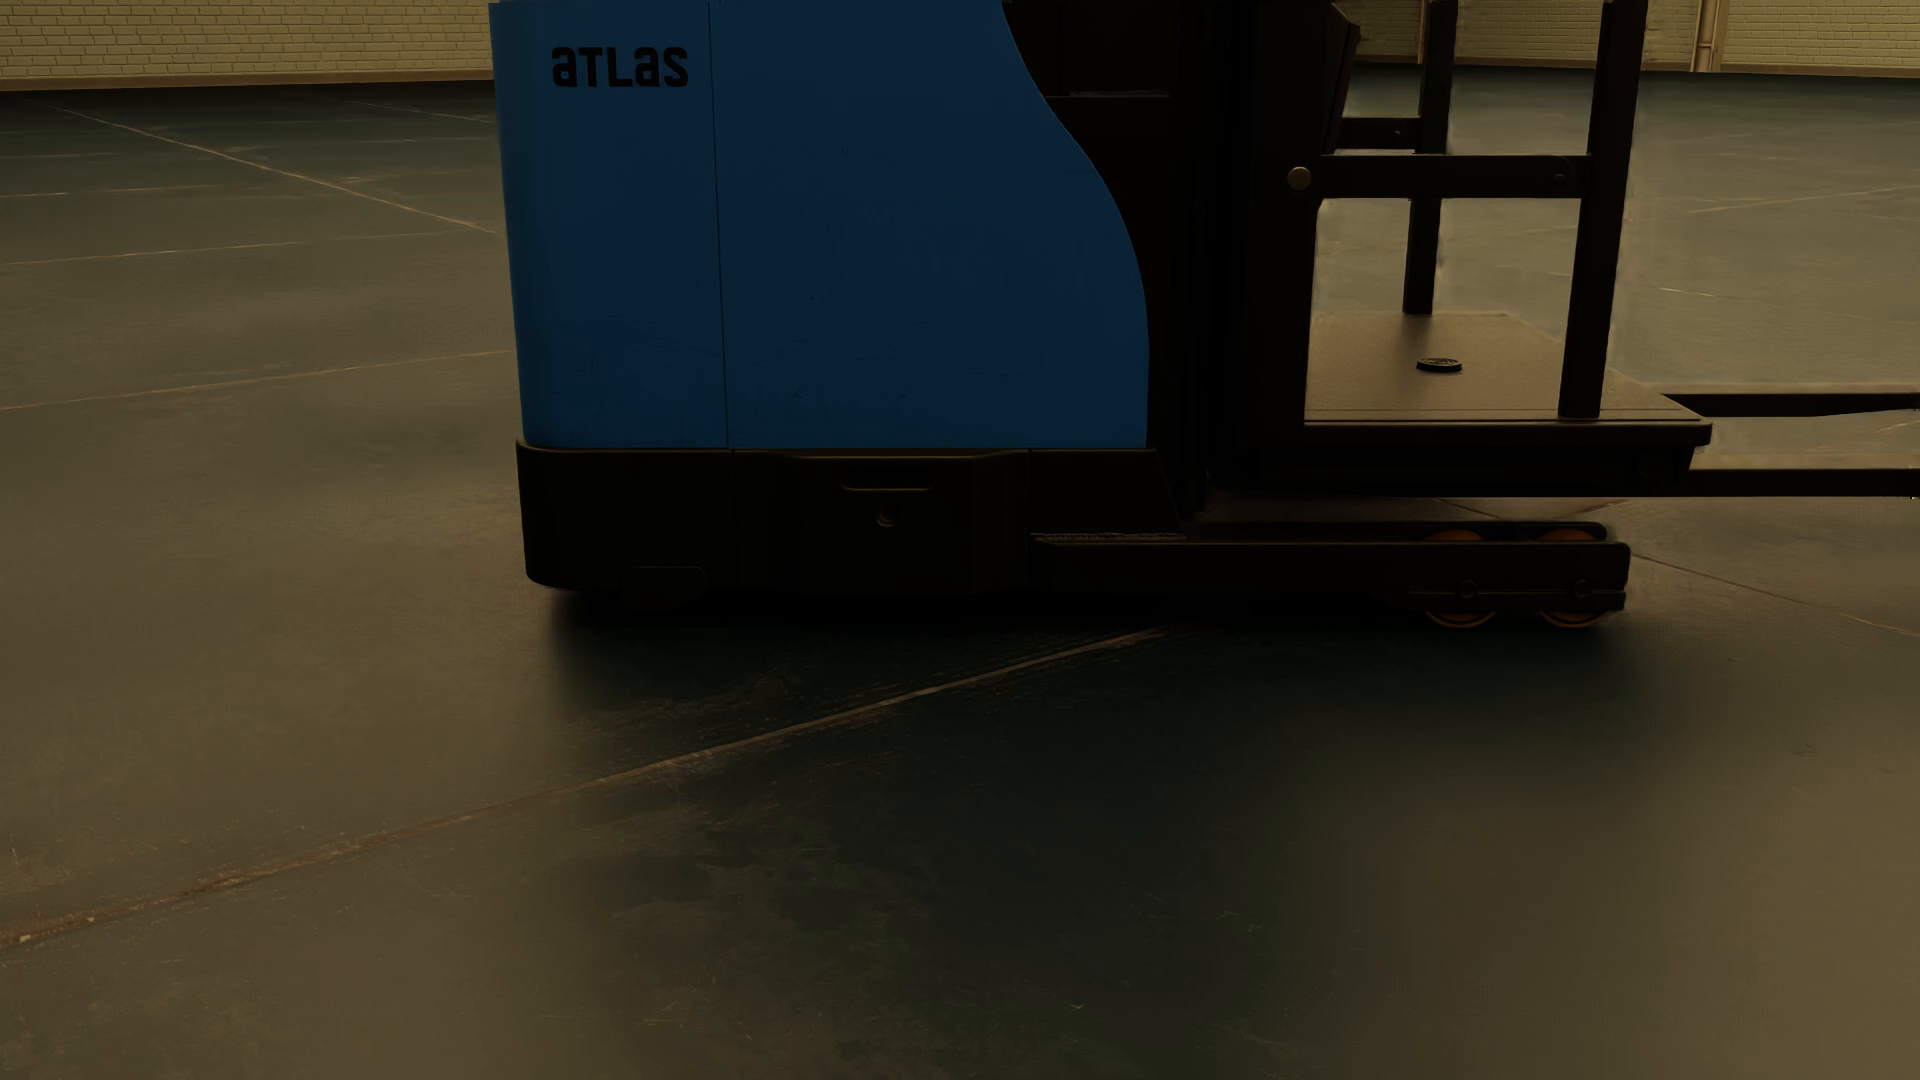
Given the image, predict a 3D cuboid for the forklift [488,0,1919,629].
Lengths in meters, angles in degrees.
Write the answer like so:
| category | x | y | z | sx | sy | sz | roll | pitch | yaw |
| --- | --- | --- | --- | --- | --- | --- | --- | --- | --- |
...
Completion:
| category | x | y | z | sx | sy | sz | roll | pitch | yaw |
| --- | --- | --- | --- | --- | --- | --- | --- | --- | --- |
| forklift | 0.757 | -1.408 | 2.894 | 3.031 | 2.935 | 1.130 | 0 | 18 | 0 |
